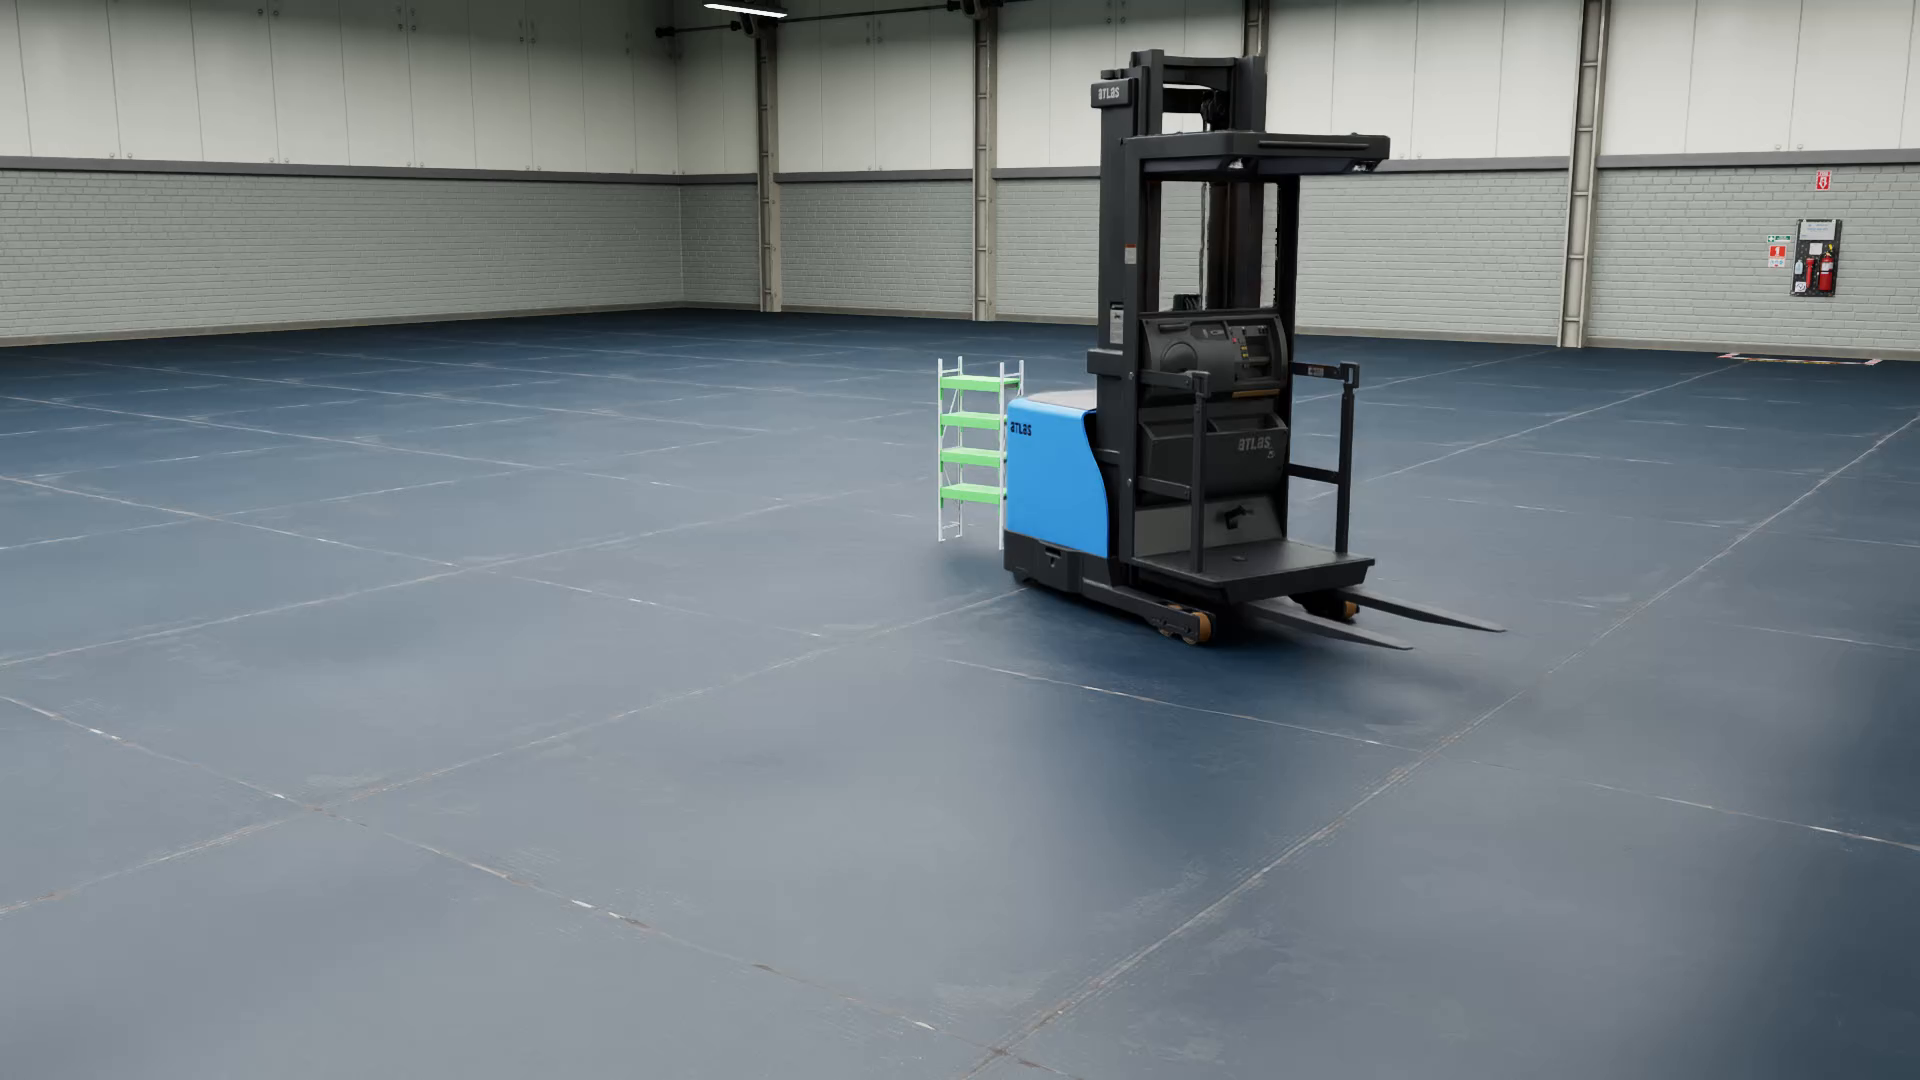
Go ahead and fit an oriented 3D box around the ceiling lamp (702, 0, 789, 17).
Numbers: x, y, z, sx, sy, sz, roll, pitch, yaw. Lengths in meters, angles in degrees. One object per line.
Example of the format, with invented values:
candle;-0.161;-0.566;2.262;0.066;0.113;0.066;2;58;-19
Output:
ceiling lamp;-4.151;-11.333;30.549;0.800;3.185;2.000;8;13;36

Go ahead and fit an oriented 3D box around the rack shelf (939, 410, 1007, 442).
rack shelf;0.133;-0.743;10.786;0.480;0.148;0.258;8;13;36

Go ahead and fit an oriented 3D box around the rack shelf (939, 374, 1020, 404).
rack shelf;0.133;-0.979;10.740;0.480;0.148;0.258;8;13;36

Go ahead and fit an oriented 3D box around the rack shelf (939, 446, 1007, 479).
rack shelf;0.133;-0.508;10.832;0.480;0.148;0.258;8;13;36

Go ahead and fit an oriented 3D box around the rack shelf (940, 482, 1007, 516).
rack shelf;0.133;-0.272;10.877;0.480;0.148;0.258;8;13;36

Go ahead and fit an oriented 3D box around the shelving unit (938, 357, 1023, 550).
shelving unit;0.133;-0.570;10.820;0.503;1.200;0.258;8;13;36

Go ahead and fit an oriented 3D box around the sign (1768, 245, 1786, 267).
sign;12.661;-4.396;25.763;0.234;0.329;0.001;8;13;36

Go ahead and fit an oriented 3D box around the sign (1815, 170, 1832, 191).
sign;13.098;-5.455;25.227;0.199;0.298;0.001;8;13;36

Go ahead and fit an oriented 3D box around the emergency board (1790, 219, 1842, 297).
emergency board;13.046;-4.301;25.363;0.643;1.169;0.194;8;13;36

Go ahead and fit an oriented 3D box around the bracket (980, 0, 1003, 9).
bracket;0.632;-10.652;32.924;0.430;0.232;0.235;8;13;36

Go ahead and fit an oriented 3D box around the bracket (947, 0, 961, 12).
bracket;-0.038;-10.746;33.406;0.430;0.232;0.235;8;13;36

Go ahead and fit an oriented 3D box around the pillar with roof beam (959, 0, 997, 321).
pillar with roof beam;-2.041;-8.327;30.381;0.548;9.000;9.100;8;13;36

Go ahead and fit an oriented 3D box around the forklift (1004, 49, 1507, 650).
forklift;1.459;-1.016;8.563;1.130;2.935;3.031;-7;13;-31

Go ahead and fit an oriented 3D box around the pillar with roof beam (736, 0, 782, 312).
pillar with roof beam;-6.877;-9.002;33.868;0.548;9.000;9.100;8;13;36

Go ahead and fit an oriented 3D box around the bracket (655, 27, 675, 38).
bracket;-6.784;-11.687;38.270;0.430;0.232;0.235;8;13;36

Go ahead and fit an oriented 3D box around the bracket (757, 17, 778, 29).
bracket;-4.205;-11.327;36.411;0.430;0.232;0.235;8;13;36

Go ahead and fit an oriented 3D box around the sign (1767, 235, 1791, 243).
sign;12.660;-4.655;25.703;0.331;0.109;0.001;8;13;36

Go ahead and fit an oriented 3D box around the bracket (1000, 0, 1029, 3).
bracket;2.708;-10.363;31.426;4.783;0.066;0.076;8;13;36

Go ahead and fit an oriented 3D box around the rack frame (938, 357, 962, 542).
rack frame;-0.063;-0.598;10.961;0.015;1.200;0.240;8;13;36

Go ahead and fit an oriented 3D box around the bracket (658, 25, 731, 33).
bracket;-6.308;-11.620;37.927;3.189;0.066;0.076;8;13;36

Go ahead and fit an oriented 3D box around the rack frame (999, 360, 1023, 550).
rack frame;0.330;-0.543;10.678;0.015;1.200;0.240;8;13;36

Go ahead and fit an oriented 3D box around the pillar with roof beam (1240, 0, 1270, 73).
pillar with roof beam;2.795;-7.653;26.894;0.400;9.000;9.100;8;13;36

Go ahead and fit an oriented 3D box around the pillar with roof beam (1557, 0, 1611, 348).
pillar with roof beam;7.631;-6.978;23.407;0.400;9.000;9.100;8;13;36

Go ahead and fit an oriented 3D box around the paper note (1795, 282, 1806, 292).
paper note;12.944;-3.899;25.605;0.142;0.148;0.016;8;13;36

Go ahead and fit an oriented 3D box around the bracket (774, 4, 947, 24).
bracket;-2.128;-11.037;34.913;4.783;0.066;0.076;8;13;36

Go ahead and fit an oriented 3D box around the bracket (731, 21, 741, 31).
bracket;-4.874;-11.420;36.893;0.430;0.232;0.235;8;13;36
